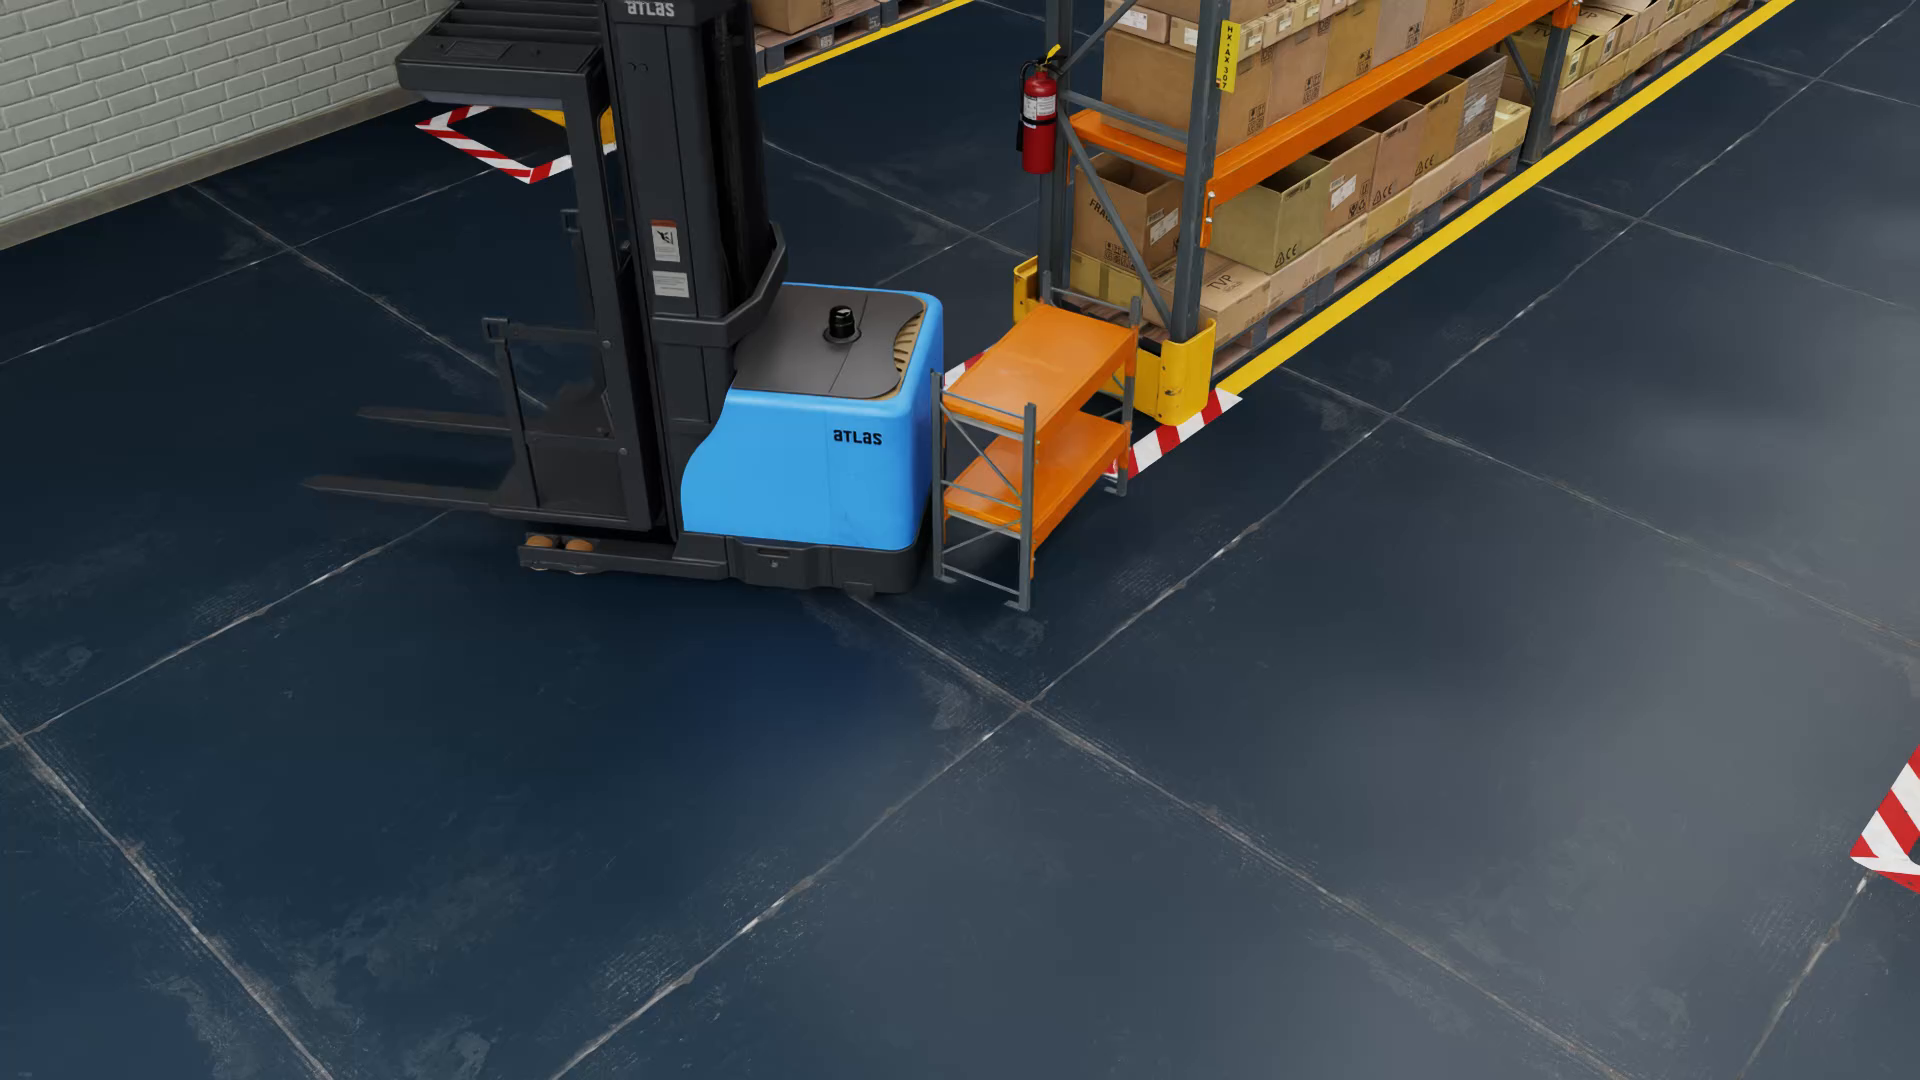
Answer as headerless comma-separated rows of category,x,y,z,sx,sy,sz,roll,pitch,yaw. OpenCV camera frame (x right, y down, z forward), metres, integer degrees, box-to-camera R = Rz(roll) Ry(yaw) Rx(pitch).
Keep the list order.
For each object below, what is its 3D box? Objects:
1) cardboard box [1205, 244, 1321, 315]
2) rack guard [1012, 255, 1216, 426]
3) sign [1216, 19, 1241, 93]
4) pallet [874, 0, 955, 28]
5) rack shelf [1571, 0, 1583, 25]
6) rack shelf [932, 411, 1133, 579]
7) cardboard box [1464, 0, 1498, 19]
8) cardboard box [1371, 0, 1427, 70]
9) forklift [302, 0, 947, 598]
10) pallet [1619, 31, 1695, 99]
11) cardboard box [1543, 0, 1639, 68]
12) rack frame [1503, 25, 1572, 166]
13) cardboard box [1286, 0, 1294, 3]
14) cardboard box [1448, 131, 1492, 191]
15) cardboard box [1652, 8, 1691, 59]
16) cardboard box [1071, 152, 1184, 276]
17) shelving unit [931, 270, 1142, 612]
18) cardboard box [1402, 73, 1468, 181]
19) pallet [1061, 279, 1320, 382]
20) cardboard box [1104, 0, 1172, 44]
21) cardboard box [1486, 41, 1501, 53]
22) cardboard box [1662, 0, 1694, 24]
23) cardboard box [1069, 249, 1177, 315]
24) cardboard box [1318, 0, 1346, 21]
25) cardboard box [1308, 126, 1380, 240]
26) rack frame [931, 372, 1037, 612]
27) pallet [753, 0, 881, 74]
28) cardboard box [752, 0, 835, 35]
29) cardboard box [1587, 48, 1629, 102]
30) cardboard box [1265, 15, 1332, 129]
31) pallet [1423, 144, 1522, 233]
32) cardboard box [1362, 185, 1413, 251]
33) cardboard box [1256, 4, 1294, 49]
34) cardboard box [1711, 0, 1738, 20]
cardboard box,1.691,-1.567,9.466,0.500,0.250,0.500,30,47,32
rack guard,0.814,-1.105,9.022,1.175,0.500,0.348,30,47,32
sign,1.236,-2.229,7.667,0.100,0.325,0.005,30,47,32
pallet,-0.557,-4.596,13.644,1.003,0.211,1.213,30,47,32
rack shelf,4.878,-4.570,11.948,1.077,0.370,4.000,30,47,32
rack shelf,0.354,-0.278,7.872,0.538,0.278,1.000,20,43,23
cardboard box,2.883,-3.520,9.970,0.700,0.500,0.500,29,47,31
cardboard box,2.197,-3.055,9.386,0.700,0.500,0.500,31,48,33
forklift,-1.628,-1.302,7.316,3.031,2.935,1.130,5,39,7
pallet,4.820,-3.759,12.591,1.003,0.211,1.213,30,47,32
cardboard box,4.333,-3.553,11.513,0.500,0.311,0.500,29,47,31
rack frame,3.529,-3.933,10.569,1.000,3.000,0.127,30,47,32
cardboard box,1.541,-3.119,8.423,0.700,0.500,0.500,28,46,31
cardboard box,3.033,-2.490,10.627,0.500,0.250,0.500,30,47,32
cardboard box,5.021,-3.809,12.285,0.500,0.250,0.500,31,48,33
cardboard box,0.972,-1.848,9.217,0.500,0.500,0.500,30,47,32
shelving unit,0.354,-0.470,7.720,0.538,1.125,1.048,20,43,23
cardboard box,2.697,-2.553,10.104,0.500,0.500,0.500,30,47,32
pallet,1.315,-1.372,9.590,1.003,0.211,1.213,30,47,32
cardboard box,0.947,-2.643,8.346,0.380,0.149,0.250,29,47,31
cardboard box,3.590,-3.547,11.505,0.500,0.311,0.500,30,47,32
cardboard box,5.028,-4.032,12.116,0.500,0.311,0.500,31,48,33
cardboard box,0.974,-1.553,9.449,0.500,0.250,0.500,30,47,32
cardboard box,1.771,-2.829,8.580,0.380,0.149,0.250,29,47,31
cardboard box,2.020,-2.095,9.528,0.500,0.500,0.500,30,47,32
rack frame,0.097,-0.196,7.377,0.500,1.125,0.032,20,43,23
pallet,-1.380,-4.033,12.936,1.003,0.211,1.213,30,47,32
cardboard box,-1.379,-4.225,12.592,0.700,0.500,0.500,27,46,29
cardboard box,4.330,-3.336,11.691,0.500,0.250,0.500,31,48,33
cardboard box,1.505,-2.586,8.796,0.700,0.500,0.500,31,48,33
pallet,2.961,-2.493,11.000,1.003,0.211,1.213,30,47,32
cardboard box,2.369,-2.024,10.041,0.500,0.250,0.500,30,47,32
cardboard box,1.430,-2.600,8.292,0.380,0.149,0.250,28,46,31
cardboard box,5.707,-4.276,12.873,0.500,0.250,0.500,29,47,31
